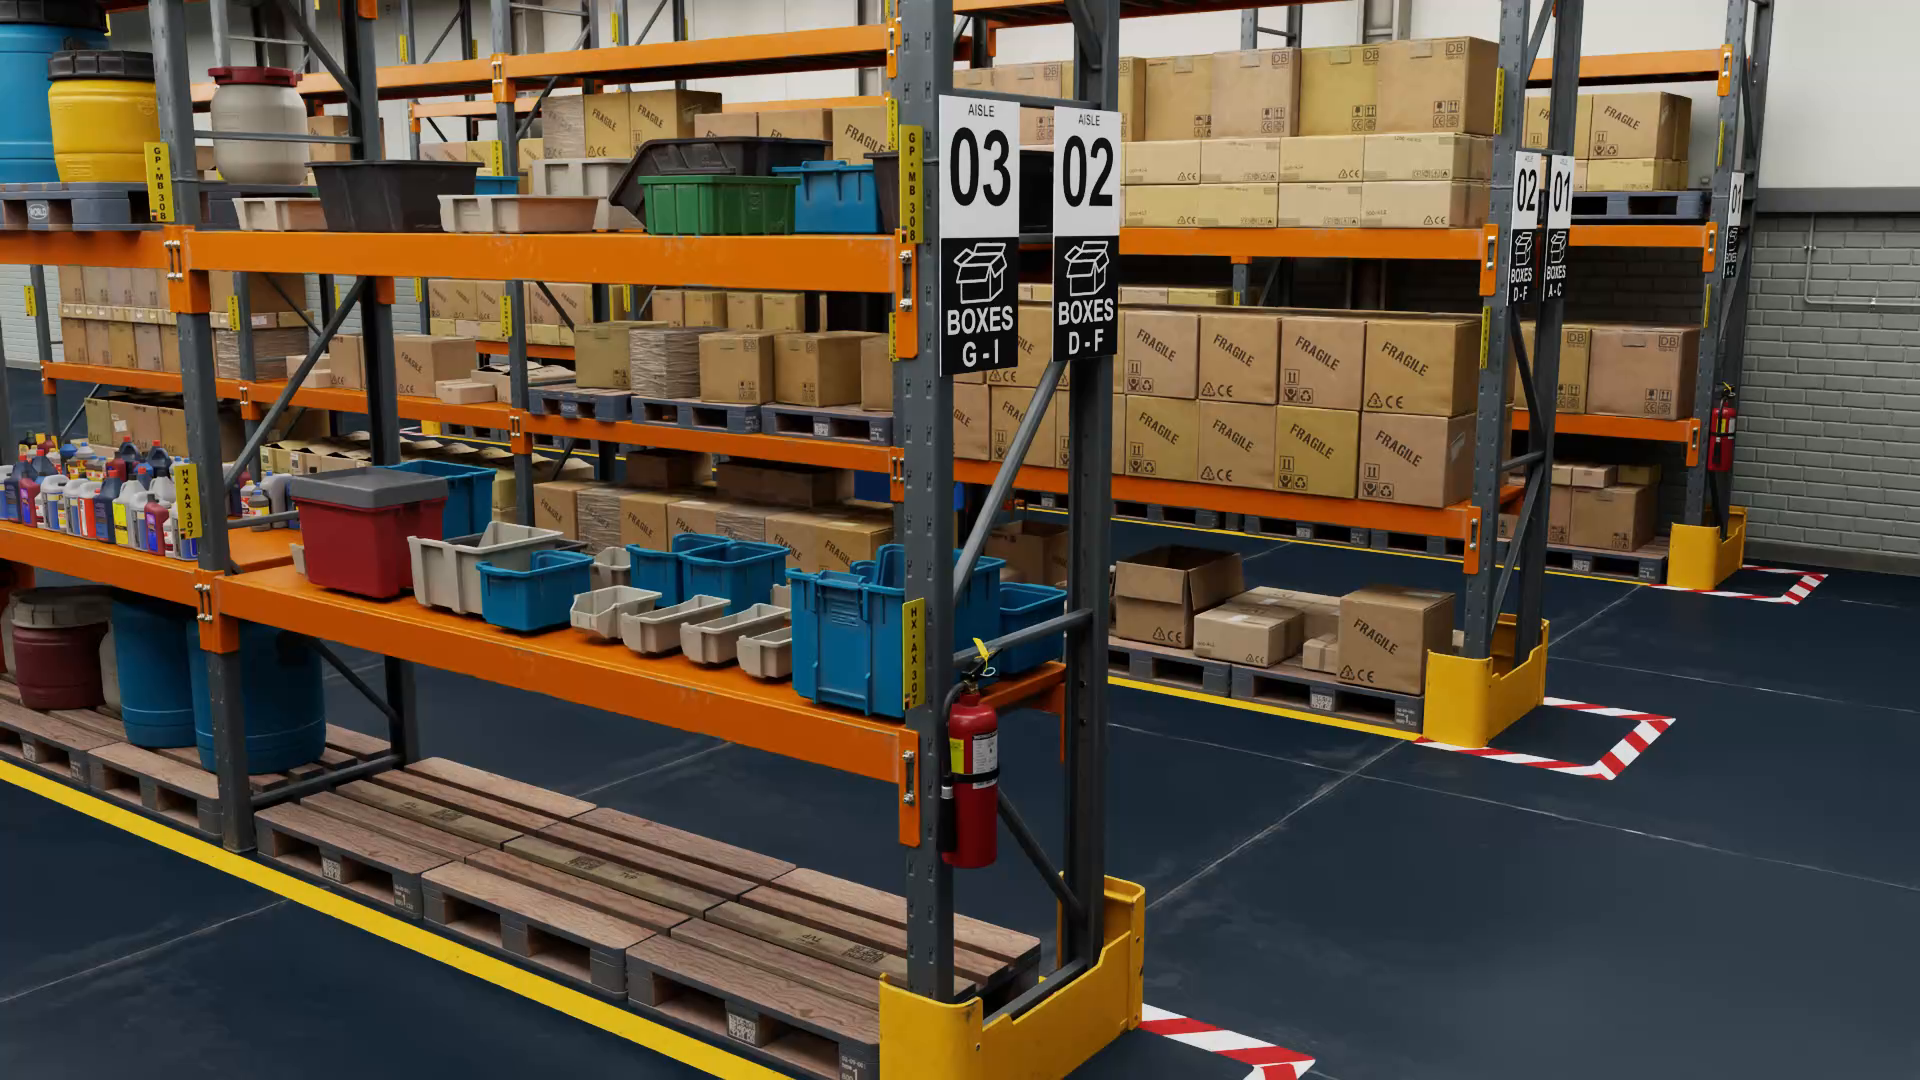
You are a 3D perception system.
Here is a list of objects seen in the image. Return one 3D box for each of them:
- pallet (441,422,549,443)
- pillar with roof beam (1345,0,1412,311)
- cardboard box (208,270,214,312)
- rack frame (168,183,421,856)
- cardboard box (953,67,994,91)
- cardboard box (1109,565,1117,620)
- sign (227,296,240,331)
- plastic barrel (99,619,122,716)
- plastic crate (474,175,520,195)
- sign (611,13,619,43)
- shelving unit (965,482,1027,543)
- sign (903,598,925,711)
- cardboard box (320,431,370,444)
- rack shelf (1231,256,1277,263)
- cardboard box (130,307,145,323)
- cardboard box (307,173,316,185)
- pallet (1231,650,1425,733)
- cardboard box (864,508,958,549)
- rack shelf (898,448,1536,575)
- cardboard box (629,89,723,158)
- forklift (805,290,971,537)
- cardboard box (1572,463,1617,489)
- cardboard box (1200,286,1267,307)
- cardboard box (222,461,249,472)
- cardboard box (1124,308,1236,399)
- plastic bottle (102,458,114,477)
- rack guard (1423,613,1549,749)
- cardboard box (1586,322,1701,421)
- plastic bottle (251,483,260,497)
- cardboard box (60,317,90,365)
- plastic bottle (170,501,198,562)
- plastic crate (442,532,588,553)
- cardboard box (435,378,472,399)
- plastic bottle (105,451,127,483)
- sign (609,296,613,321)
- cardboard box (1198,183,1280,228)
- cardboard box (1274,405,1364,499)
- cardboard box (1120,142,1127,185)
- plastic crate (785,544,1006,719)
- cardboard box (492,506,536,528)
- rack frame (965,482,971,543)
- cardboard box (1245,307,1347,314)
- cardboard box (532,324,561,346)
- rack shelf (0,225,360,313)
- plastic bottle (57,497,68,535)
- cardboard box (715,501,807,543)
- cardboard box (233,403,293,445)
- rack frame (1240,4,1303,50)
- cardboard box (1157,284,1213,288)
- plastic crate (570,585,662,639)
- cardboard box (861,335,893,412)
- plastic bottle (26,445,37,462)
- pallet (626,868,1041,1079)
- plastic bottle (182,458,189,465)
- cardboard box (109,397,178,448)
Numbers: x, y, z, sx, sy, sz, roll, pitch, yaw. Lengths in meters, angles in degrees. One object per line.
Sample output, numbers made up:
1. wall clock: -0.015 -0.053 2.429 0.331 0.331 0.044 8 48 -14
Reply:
1. pallet: -6.161 -1.507 22.266 1.213 0.211 1.003 8 13 36
2. pillar with roof beam: 1.344 -3.973 11.873 0.400 9.000 9.100 8 13 36
3. cardboard box: -7.331 -2.565 16.711 0.500 0.500 0.700 8 13 35
4. rack frame: -3.048 -0.116 7.732 0.127 3.000 1.000 8 13 36
5. cardboard box: 0.301 -2.838 11.008 0.500 0.500 0.700 8 13 36
6. cardboard box: 1.118 0.335 11.320 0.500 0.311 0.500 8 13 36
7. sign: -6.889 -2.152 15.769 0.005 0.325 0.100 8 13 36
8. plastic barrel: -4.450 0.679 9.068 0.421 0.512 0.421 0 11 0
9. plastic crate: -2.126 -1.453 7.186 0.300 0.233 0.416 8 13 36
10. sign: -3.968 -5.894 19.136 0.005 0.325 0.100 8 13 36
11. shelving unit: 0.321 -0.559 14.760 0.503 1.200 0.258 7 13 31
12. sign: -0.137 0.340 4.947 0.005 0.325 0.100 8 13 36
13. cardboard box: -6.065 -0.903 16.458 0.500 0.311 0.500 8 13 36
14. rack shelf: 1.204 -2.977 16.517 4.000 0.370 1.077 8 13 36
15. cardboard box: -8.358 -2.340 17.259 0.250 0.149 0.380 8 14 36
16. cardboard box: -5.626 -3.246 15.305 0.500 0.250 0.500 6 13 30
17. pallet: 2.406 0.847 10.096 1.213 0.211 1.003 8 13 36
18. cardboard box: -0.359 0.046 12.319 0.500 0.500 0.500 7 13 33
19. rack shelf: 1.499 -0.296 10.555 4.000 0.370 1.077 8 13 36
20. cardboard box: -2.167 -3.172 12.733 0.500 0.500 0.500 8 13 36
21. forklift: -1.327 -1.542 15.281 3.031 2.935 1.130 5 12 23
22. cardboard box: 5.205 -0.530 13.641 0.250 0.149 0.380 8 13 35
23. cardboard box: 2.599 -2.297 15.934 0.500 0.250 0.500 8 14 37
24. cardboard box: -7.065 -0.648 16.616 0.500 0.250 0.500 8 13 36
25. cardboard box: 1.347 -1.144 10.150 0.500 0.500 0.500 8 14 37
26. plastic bottle: -4.876 -0.370 9.566 0.097 0.201 0.097 0 11 0
27. rack guard: 3.049 0.795 9.606 0.348 0.500 1.175 8 13 36
28. cardboard box: 5.623 -1.386 13.507 0.700 0.700 0.980 9 14 38
29. plastic bottle: -3.647 -0.198 8.679 0.097 0.201 0.097 0 11 0
30. cardboard box: -9.417 -2.218 18.332 0.500 0.500 0.700 8 14 36
31. plastic bottle: -3.557 -0.050 7.717 0.135 0.276 0.152 8 13 36
32. plastic crate: -1.987 0.074 7.314 0.590 0.125 0.437 8 13 36
33. cardboard box: -4.399 -1.335 14.694 0.250 0.149 0.380 9 14 40
34. plastic bottle: -4.709 -0.357 9.284 0.133 0.283 0.061 8 13 36
35. sign: -3.024 -1.937 14.306 0.005 0.325 0.100 8 13 36
36. cardboard box: 1.733 -1.953 9.723 0.500 0.250 0.500 8 13 36
37. cardboard box: 2.168 -0.540 9.659 0.500 0.500 0.500 8 14 36
38. cardboard box: 0.932 -2.312 10.263 0.500 0.250 0.500 8 13 36
39. plastic crate: -0.205 0.278 5.445 0.499 0.435 0.616 8 13 36
40. cardboard box: -3.906 -0.202 14.308 0.500 0.250 0.500 8 14 37
41. rack frame: 0.113 -0.583 14.885 0.015 1.200 0.240 7 13 31
42. cardboard box: 2.083 -1.169 10.279 0.500 0.500 0.500 8 14 36
43. cardboard box: -5.005 -2.587 20.844 0.500 0.250 0.500 8 13 35
44. rack shelf: -4.660 -1.460 8.677 4.000 0.370 1.077 8 13 36
45. plastic bottle: -4.476 -0.135 8.353 0.097 0.201 0.097 0 11 0
46. cardboard box: -1.478 0.013 12.491 0.500 0.500 0.500 8 14 36
47. cardboard box: -7.158 -1.153 17.250 0.500 0.500 0.500 8 13 36
48. rack frame: 2.816 -4.578 15.002 0.127 3.000 1.000 8 13 36
49. cardboard box: 2.174 -2.355 16.233 0.500 0.250 0.500 8 14 36
50. plastic crate: -1.302 0.277 6.237 0.250 0.136 0.298 8 13 36
51. cardboard box: -0.363 -1.217 12.052 0.500 0.500 0.700 3 11 16
52. plastic bottle: -5.612 -0.472 10.096 0.097 0.201 0.097 0 11 0
53. pallet: -0.466 1.604 6.182 1.213 0.211 1.003 8 13 36
54. plastic bottle: -4.206 -0.311 9.076 0.097 0.271 0.097 0 11 0
55. cardboard box: -8.670 -1.243 17.716 0.500 0.500 0.500 8 13 36
